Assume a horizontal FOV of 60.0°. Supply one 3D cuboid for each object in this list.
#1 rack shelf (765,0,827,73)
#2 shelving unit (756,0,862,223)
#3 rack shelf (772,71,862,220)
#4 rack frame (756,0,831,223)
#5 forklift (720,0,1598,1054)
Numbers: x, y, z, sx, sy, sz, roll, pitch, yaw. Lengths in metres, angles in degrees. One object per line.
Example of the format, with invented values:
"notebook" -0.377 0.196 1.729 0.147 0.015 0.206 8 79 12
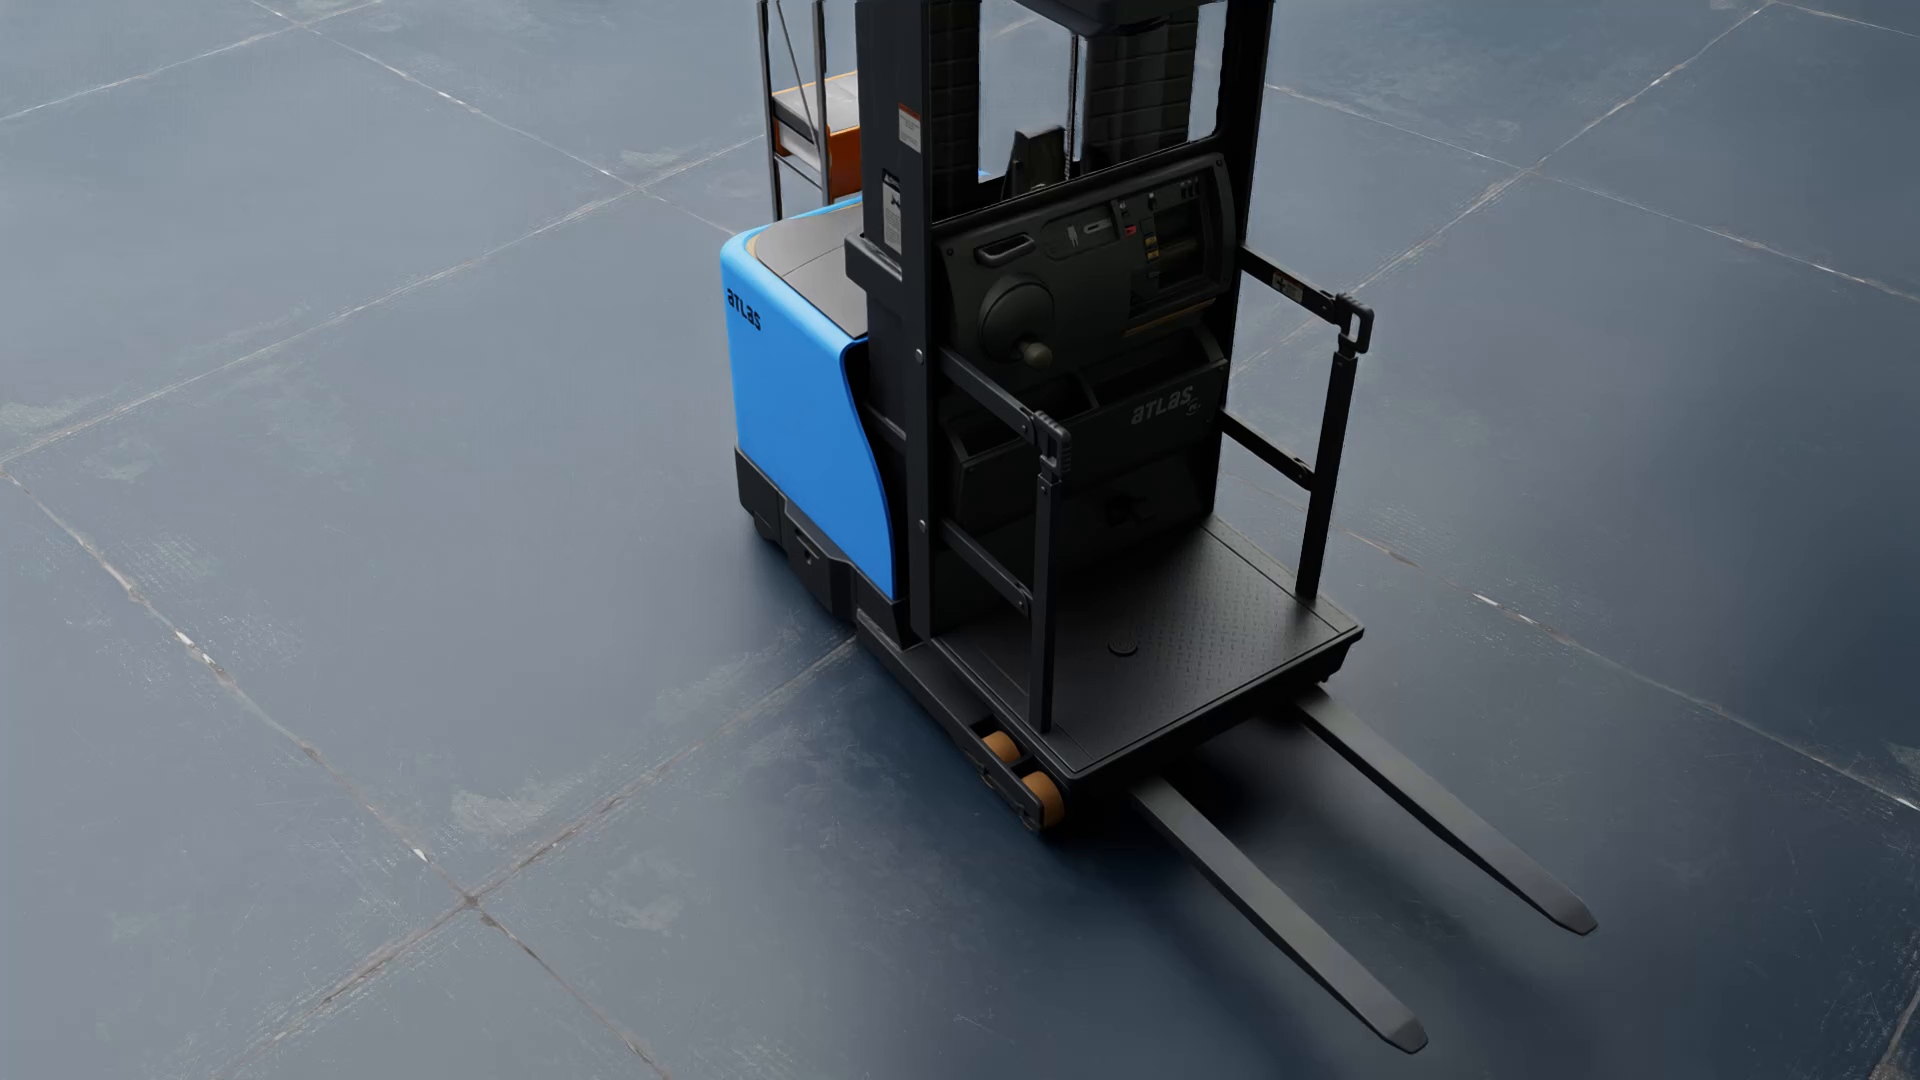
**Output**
"rack shelf" -0.343 -1.858 5.297 0.480 0.518 0.431 -23 44 -26
"shelving unit" -0.343 -1.321 5.724 0.503 2.100 0.431 -23 44 -26
"rack shelf" -0.343 -1.310 5.733 0.480 0.518 0.431 -23 44 -26
"rack frame" -0.544 -1.235 5.616 0.015 2.100 0.400 -23 44 -26
"forklift" 0.475 -0.667 4.233 1.130 2.935 3.031 -23 44 -26
